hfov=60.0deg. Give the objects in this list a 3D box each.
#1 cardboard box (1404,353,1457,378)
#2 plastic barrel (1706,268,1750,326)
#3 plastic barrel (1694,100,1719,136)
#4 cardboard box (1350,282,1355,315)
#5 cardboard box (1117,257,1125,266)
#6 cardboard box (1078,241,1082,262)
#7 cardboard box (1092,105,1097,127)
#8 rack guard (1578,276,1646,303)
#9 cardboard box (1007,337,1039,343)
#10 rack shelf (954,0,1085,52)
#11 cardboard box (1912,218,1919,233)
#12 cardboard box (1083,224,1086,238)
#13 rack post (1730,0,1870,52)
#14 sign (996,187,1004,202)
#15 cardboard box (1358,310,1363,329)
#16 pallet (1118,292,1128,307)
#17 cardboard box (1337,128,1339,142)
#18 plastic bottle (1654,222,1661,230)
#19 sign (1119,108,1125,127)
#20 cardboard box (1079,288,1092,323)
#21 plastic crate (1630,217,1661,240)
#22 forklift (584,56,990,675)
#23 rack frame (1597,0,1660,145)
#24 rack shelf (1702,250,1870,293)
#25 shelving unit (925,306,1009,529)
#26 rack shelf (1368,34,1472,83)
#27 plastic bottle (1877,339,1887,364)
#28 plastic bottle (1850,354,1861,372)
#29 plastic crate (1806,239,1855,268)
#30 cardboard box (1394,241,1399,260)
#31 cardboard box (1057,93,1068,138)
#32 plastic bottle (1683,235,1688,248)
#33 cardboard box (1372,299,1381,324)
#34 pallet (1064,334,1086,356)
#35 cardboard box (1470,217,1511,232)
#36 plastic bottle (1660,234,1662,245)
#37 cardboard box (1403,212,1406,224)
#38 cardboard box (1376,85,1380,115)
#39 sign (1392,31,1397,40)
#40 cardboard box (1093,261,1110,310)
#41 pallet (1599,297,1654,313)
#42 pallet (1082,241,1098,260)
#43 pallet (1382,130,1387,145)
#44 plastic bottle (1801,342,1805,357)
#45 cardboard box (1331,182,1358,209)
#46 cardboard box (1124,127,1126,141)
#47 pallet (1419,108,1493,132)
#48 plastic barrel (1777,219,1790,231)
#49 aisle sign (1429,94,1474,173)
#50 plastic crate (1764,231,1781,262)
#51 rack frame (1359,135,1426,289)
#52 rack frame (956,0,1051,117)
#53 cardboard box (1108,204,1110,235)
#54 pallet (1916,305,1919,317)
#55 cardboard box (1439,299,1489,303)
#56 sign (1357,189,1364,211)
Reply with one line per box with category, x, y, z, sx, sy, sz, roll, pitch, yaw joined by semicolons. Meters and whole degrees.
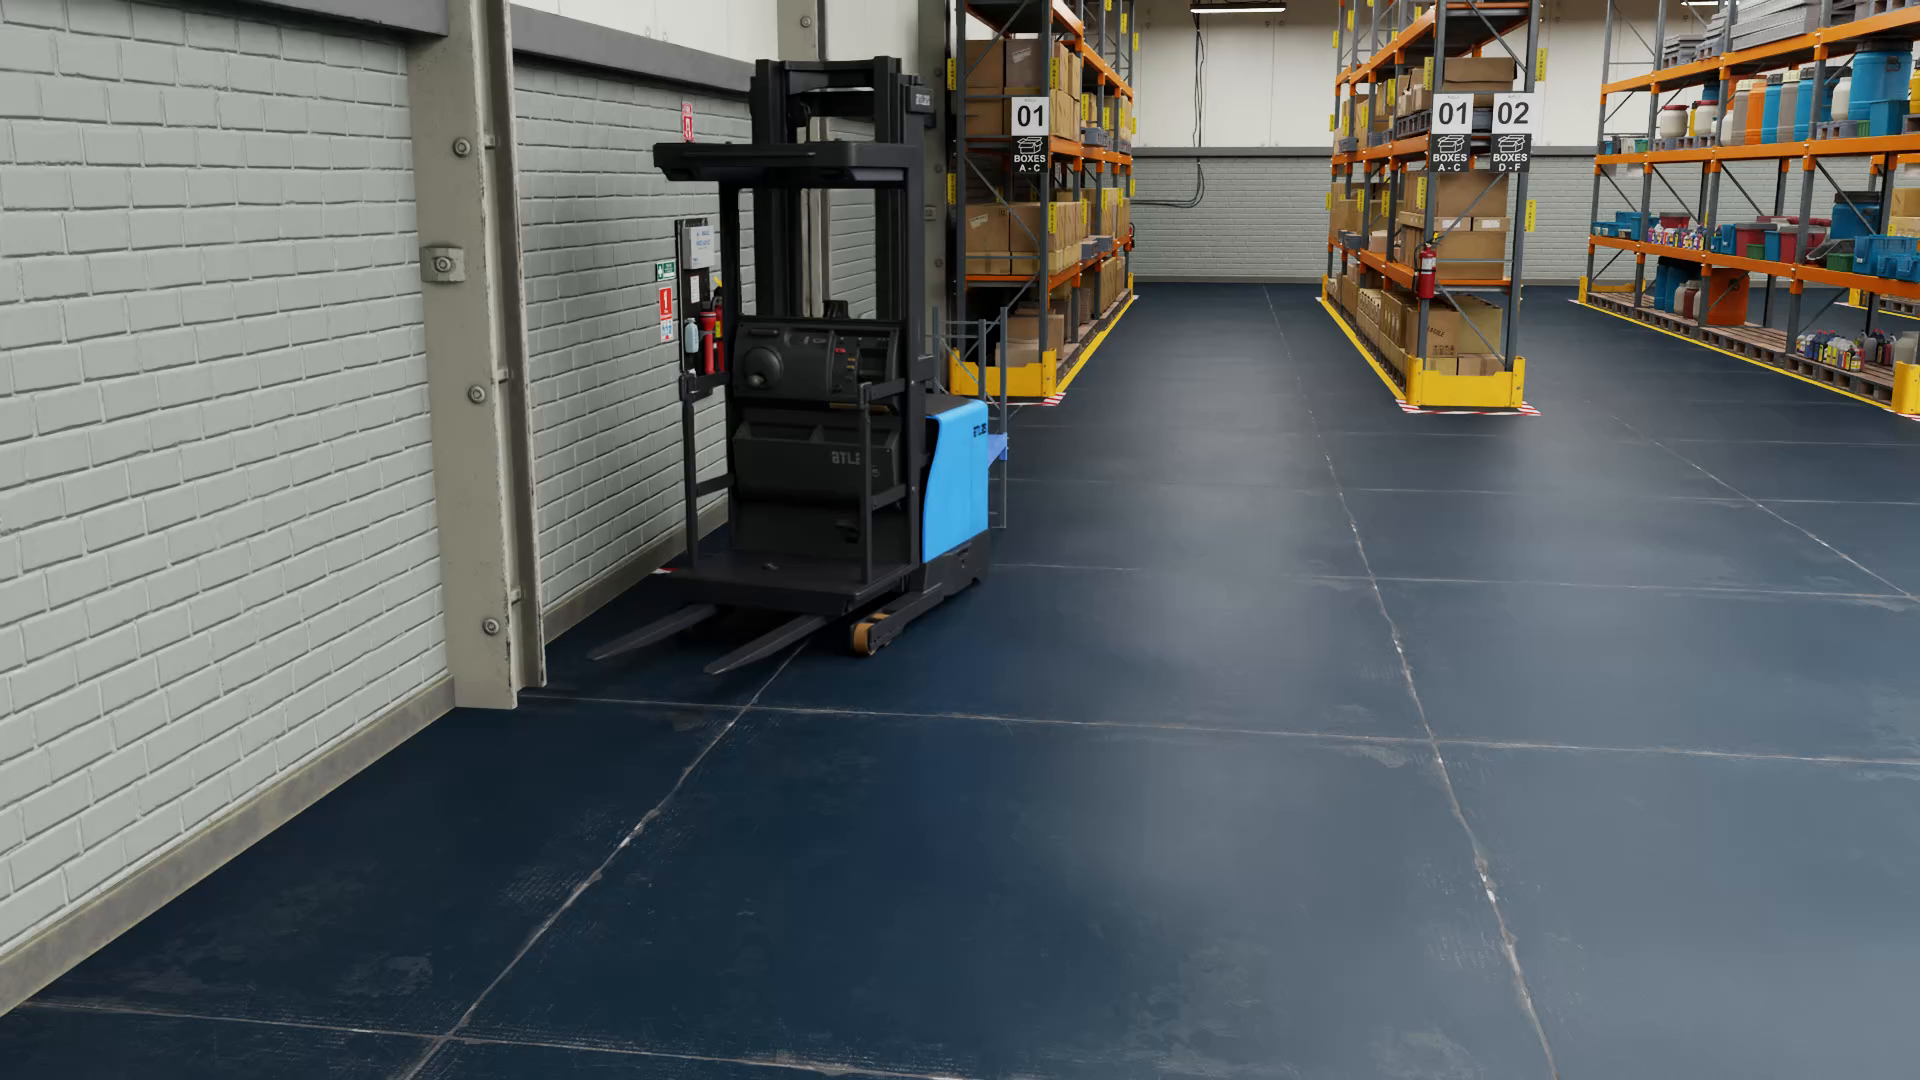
cardboard box;5.148;-1.899;18.215;0.500;0.250;0.500;2;12;9
plastic barrel;11.540;-3.668;25.046;0.600;0.830;0.708;2;12;9
plastic barrel;11.606;-6.533;25.747;0.433;0.535;0.433;0;12;0
cardboard box;6.580;-3.885;26.790;0.500;0.500;0.500;1;12;7
cardboard box;3.036;-5.473;32.665;0.380;0.149;0.250;2;12;10
cardboard box;1.304;-3.737;21.523;0.500;0.250;0.500;2;12;9
cardboard box;1.838;-6.802;27.032;0.700;0.500;0.500;3;12;12
rack guard;12.703;-4.870;32.403;1.175;0.500;0.348;2;12;9
cardboard box;0.746;-2.237;19.591;0.500;0.311;0.500;3;13;13
rack shelf;0.770;-6.072;19.525;1.077;0.370;4.000;2;12;9
cardboard box;16.955;-5.480;28.949;0.500;0.250;0.500;2;12;10
cardboard box;1.461;-4.648;24.157;0.700;0.500;0.500;2;12;9
rack post;11.085;-7.031;21.785;1.013;1.000;3.121;2;12;9
sign;0.529;-4.492;21.970;0.100;0.325;0.005;2;12;9
cardboard box;6.141;-3.239;24.433;0.500;0.250;0.500;2;12;7
pallet;2.688;-4.622;31.938;1.003;0.211;1.213;2;12;9
cardboard box;7.328;-7.578;31.087;0.500;0.250;0.500;2;12;9
plastic bottle;11.717;-5.158;27.925;0.144;0.351;0.185;2;12;9
sign;2.846;-7.432;29.264;0.100;0.325;0.005;2;12;9
cardboard box;1.634;-3.583;25.390;0.700;0.500;0.500;2;12;9
plastic crate;11.832;-5.383;28.748;0.392;0.384;0.575;2;12;9
forklift;-0.830;-0.955;8.469;1.130;2.935;3.031;5;13;21
rack frame;12.712;-9.019;31.482;1.000;3.000;0.127;2;12;9
rack shelf;11.174;-3.653;22.531;1.077;0.370;4.000;2;12;9
shelving unit;-0.013;-0.715;10.753;0.538;1.500;1.048;2;12;9
rack shelf;6.281;-6.551;22.689;1.077;0.370;4.000;2;12;9
plastic bottle;10.868;-2.223;19.591;0.061;0.283;0.133;2;12;9
plastic bottle;10.101;-1.999;18.748;0.097;0.201;0.097;0;12;0
plastic crate;10.661;-3.453;20.043;0.767;0.338;0.504;2;12;9
cardboard box;5.927;-3.873;22.162;0.396;0.266;0.258;2;12;7
cardboard box;0.955;-4.882;19.121;0.500;0.500;0.500;2;12;11
plastic bottle;11.299;-4.635;25.852;0.097;0.201;0.097;0;12;0
cardboard box;5.826;-3.087;22.395;0.500;0.311;0.500;2;12;10
pallet;1.196;-2.708;23.058;1.003;0.211;1.213;2;12;9
cardboard box;5.631;-3.357;17.675;0.380;0.149;0.250;2;12;8
plastic bottle;11.519;-4.932;27.232;0.097;0.201;0.097;0;12;0
cardboard box;5.664;-3.960;20.470;0.380;0.149;0.250;2;12;7
cardboard box;6.818;-6.889;26.109;0.500;0.500;0.500;2;12;9
sign;8.364;-9.692;32.012;0.100;0.325;0.005;2;12;9
cardboard box;2.077;-4.227;27.594;0.750;0.750;0.750;2;12;8
pallet;12.357;-4.299;30.442;1.003;0.211;1.213;2;12;9
pallet;1.339;-3.970;22.749;1.003;0.211;1.213;2;12;9
pallet;6.403;-5.579;23.089;1.003;0.211;1.213;2;12;11
plastic bottle;10.353;-2.341;20.333;0.097;0.201;0.097;0;12;0
cardboard box;7.490;-6.701;32.358;0.500;0.500;0.500;2;12;10
cardboard box;2.839;-7.570;30.999;0.500;0.250;0.500;2;12;7
pallet;5.492;-4.486;17.780;1.003;0.211;1.213;2;12;9
plastic barrel;11.470;-4.167;22.942;0.421;0.512;0.421;0;12;0
aisle sign;5.058;-4.183;17.114;0.394;0.787;0.004;2;12;9
plastic crate;10.729;-3.820;21.637;0.392;0.384;0.575;2;12;9
rack frame;6.588;-4.582;25.135;1.000;3.000;0.127;2;12;9
rack frame;0.463;-6.009;17.517;1.000;3.000;0.127;2;12;9
cardboard box;2.188;-5.251;27.246;0.500;0.500;0.500;2;12;8
pallet;17.186;-3.886;28.522;1.003;0.211;1.213;2;12;9
cardboard box;5.893;-2.561;19.507;0.500;0.500;0.500;2;12;9
sign;6.051;-5.125;25.094;0.100;0.325;0.005;2;12;9
